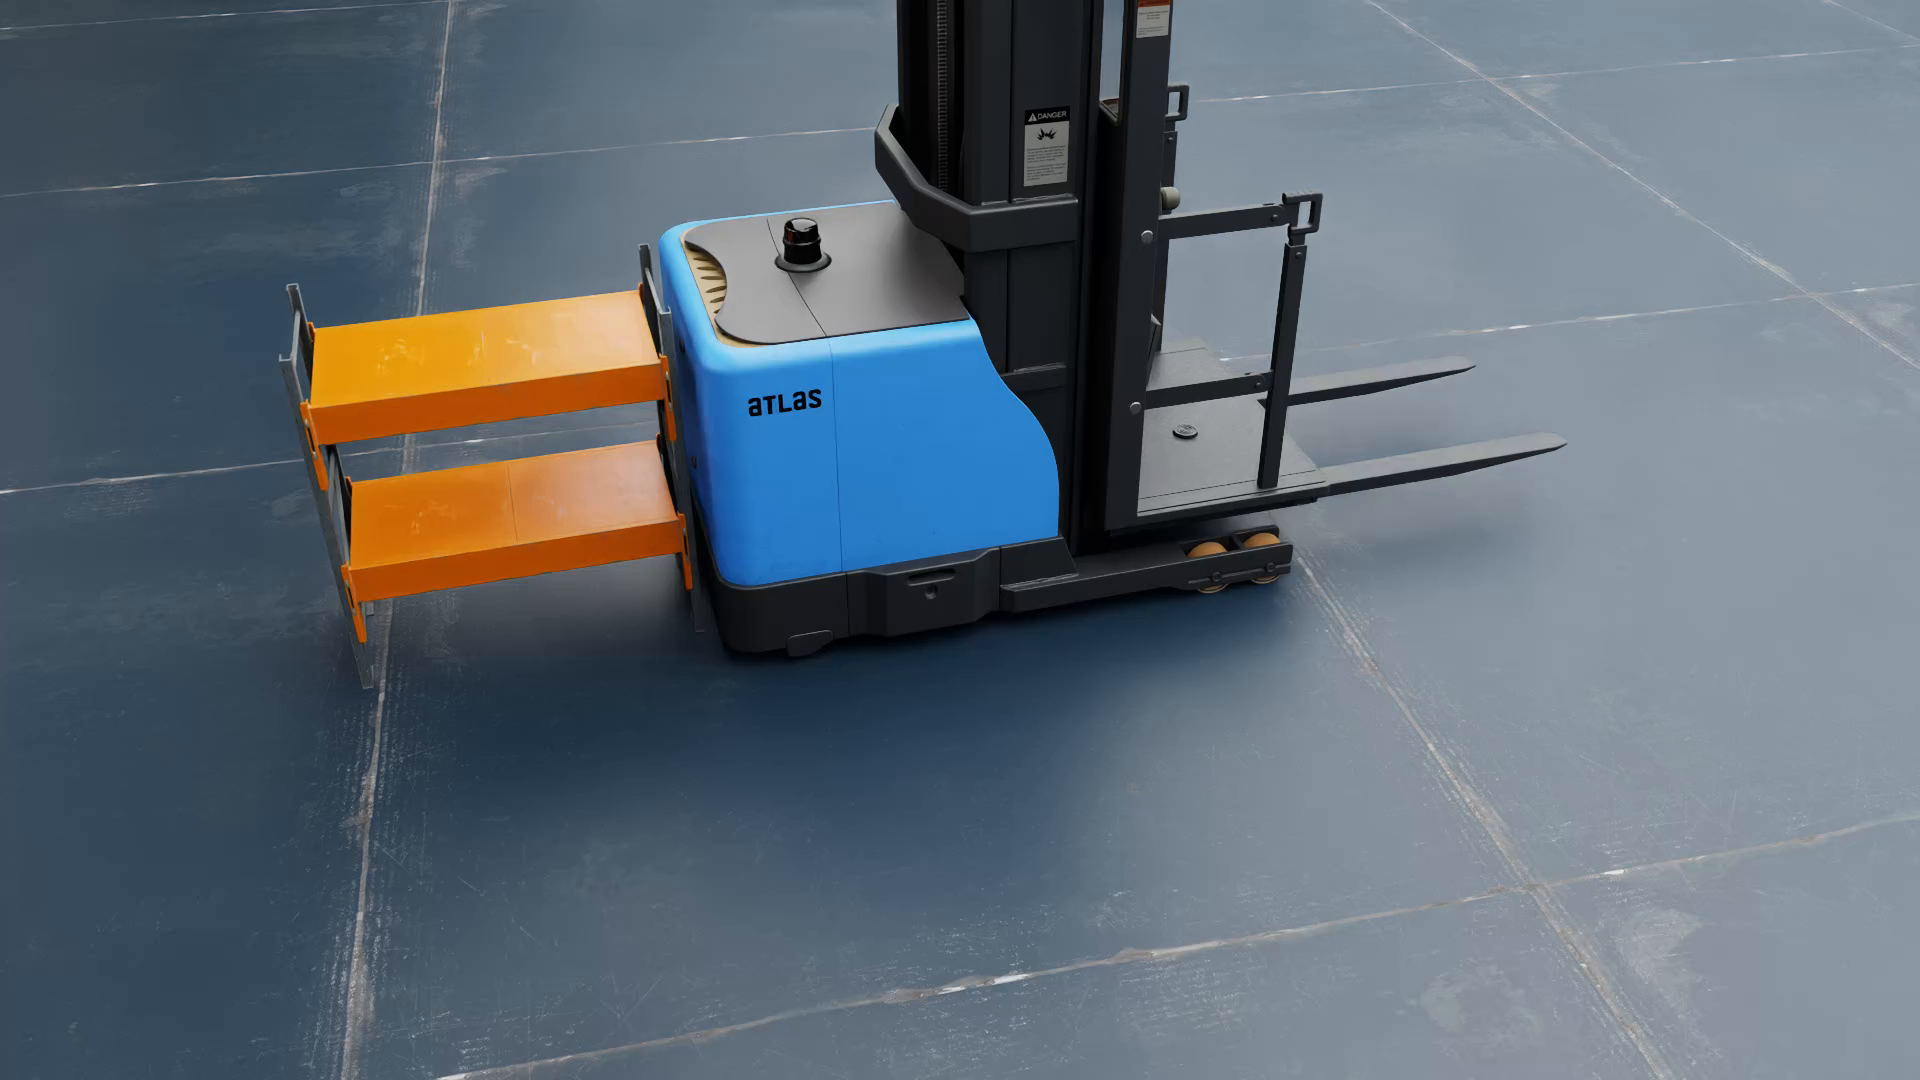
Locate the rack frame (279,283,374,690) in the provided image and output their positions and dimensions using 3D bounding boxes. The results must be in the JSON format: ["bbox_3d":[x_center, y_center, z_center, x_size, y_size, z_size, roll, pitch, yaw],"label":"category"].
[{"bbox_3d":[-1.874,-0.146,4.958,0.032,1.125,0.500,-9,35,-13],"label":"rack frame"}]

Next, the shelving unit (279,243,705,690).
[{"bbox_3d":[-1.386,-0.225,5.076,1.048,1.125,0.538,-9,35,-13],"label":"shelving unit"}]

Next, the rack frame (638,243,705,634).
[{"bbox_3d":[-0.898,-0.304,5.194,0.032,1.125,0.500,-9,35,-13],"label":"rack frame"}]

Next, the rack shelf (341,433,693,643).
[{"bbox_3d":[-1.386,-0.022,5.212,1.000,0.278,0.538,-9,35,-13],"label":"rack shelf"}]

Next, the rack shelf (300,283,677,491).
[{"bbox_3d":[-1.386,-0.468,4.913,1.000,0.278,0.538,-9,35,-13],"label":"rack shelf"}]

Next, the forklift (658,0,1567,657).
[{"bbox_3d":[0.597,-1.315,5.079,3.031,2.935,1.130,-9,35,-14],"label":"forklift"}]
